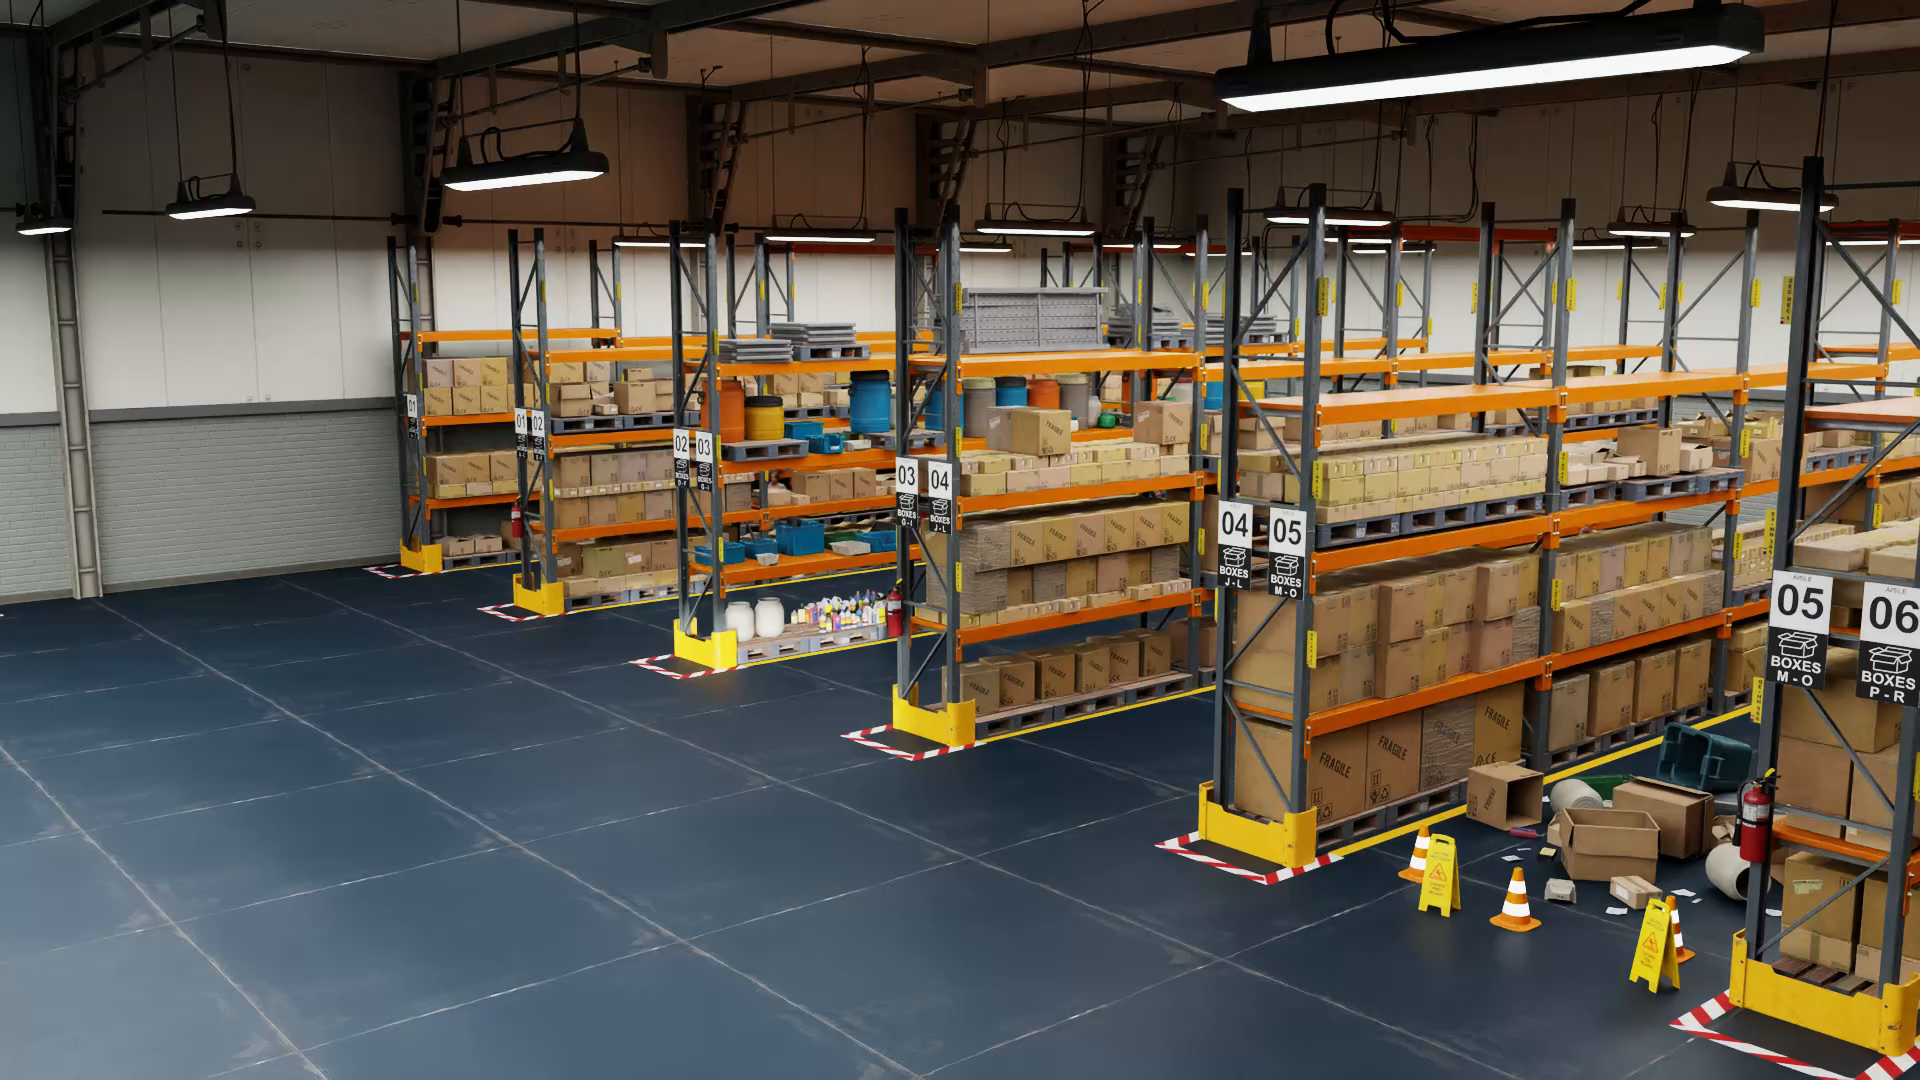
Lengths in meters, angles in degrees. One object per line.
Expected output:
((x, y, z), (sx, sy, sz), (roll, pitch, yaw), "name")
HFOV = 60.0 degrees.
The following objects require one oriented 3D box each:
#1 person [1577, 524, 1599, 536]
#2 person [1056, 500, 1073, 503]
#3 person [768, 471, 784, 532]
((9.702, 0.441, 25.464), (0.665, 1.677, 0.695), (-6, 10, -33), "person")
((1.625, 0.133, 25.456), (0.595, 1.693, 1.067), (8, 12, 41), "person")
((-3.573, -0.559, 32.275), (0.397, 1.521, 0.889), (7, 11, 38), "person")
